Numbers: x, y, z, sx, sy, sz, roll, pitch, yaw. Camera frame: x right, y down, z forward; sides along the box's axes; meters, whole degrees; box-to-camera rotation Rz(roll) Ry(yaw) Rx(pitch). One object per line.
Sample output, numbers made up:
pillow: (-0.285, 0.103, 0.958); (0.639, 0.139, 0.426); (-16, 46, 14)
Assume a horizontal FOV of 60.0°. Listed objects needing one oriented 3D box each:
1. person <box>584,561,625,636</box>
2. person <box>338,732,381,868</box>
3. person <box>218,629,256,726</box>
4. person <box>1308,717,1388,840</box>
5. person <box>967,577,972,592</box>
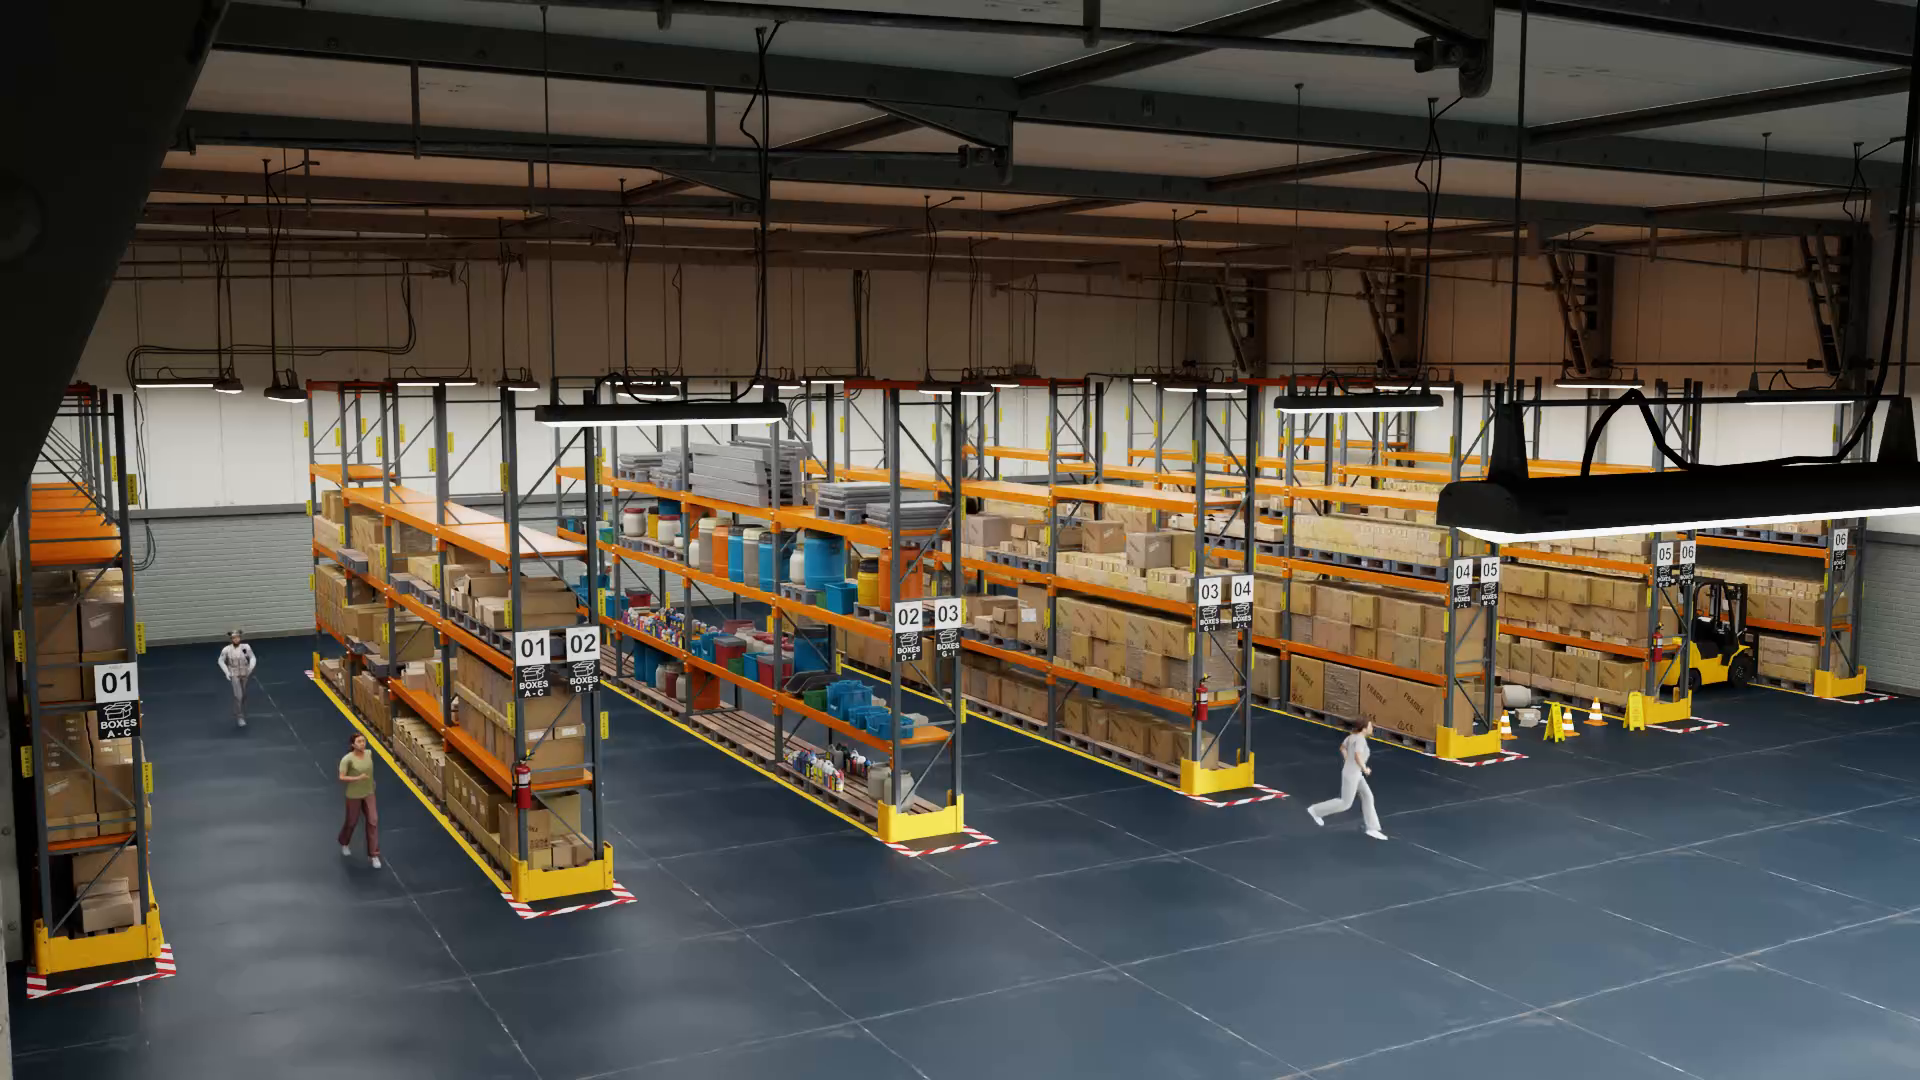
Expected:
person: (-8.261, 1.362, 38.490); (0.977, 1.772, 0.710); (-2, 6, -15)
person: (-7.605, 3.241, 21.010); (0.948, 1.678, 0.562); (6, 8, 44)
person: (-12.735, 2.395, 29.325); (0.616, 1.703, 0.734); (-4, 7, -32)
person: (5.176, 3.175, 22.152); (1.060, 1.658, 0.564); (1, 6, 6)
person: (0.178, 1.086, 41.832); (0.570, 1.651, 0.651); (-1, 6, -13)
